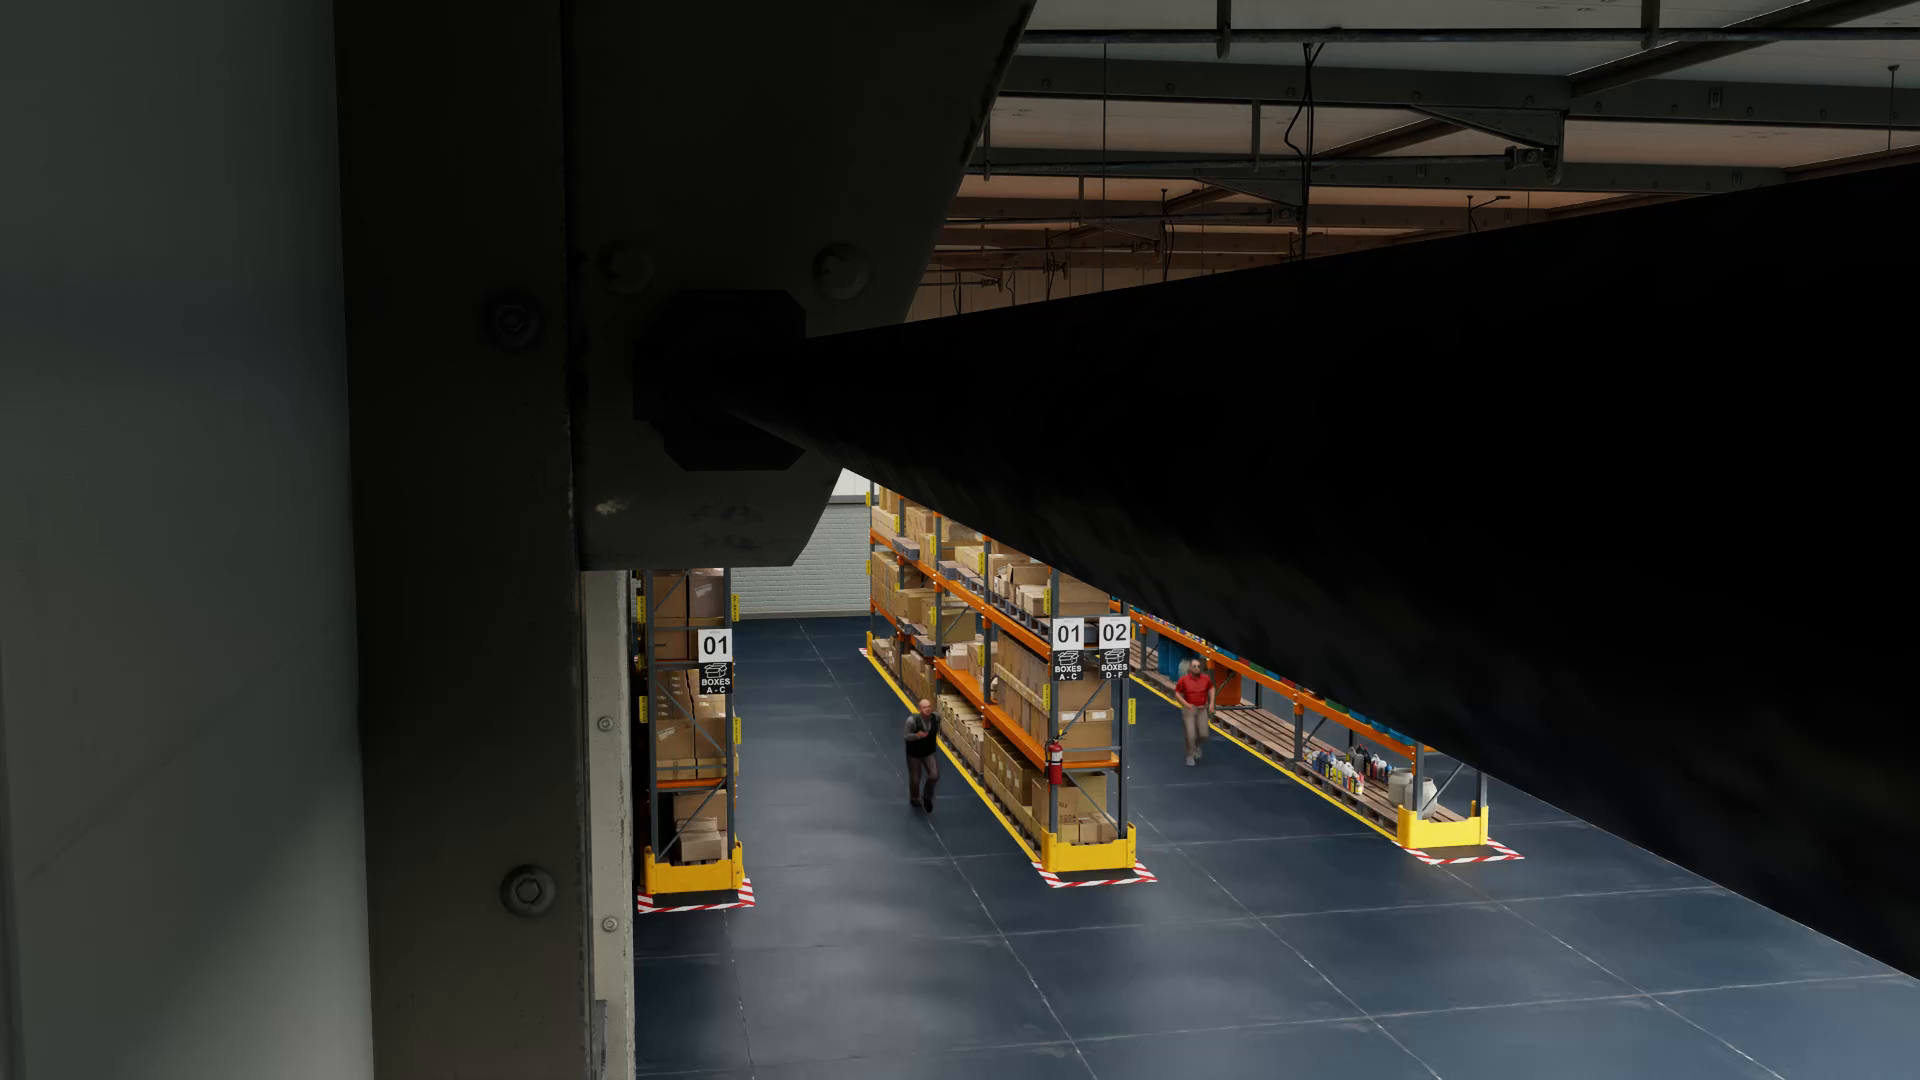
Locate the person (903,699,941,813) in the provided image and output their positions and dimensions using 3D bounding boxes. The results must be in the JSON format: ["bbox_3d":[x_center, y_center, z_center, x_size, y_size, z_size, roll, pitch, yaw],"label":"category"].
[{"bbox_3d":[-0.527,3.034,23.470,0.637,1.654,0.891,-2,6,-16],"label":"person"}]

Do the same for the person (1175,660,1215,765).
[{"bbox_3d":[3.755,2.737,26.435,0.686,1.687,0.617,-1,6,-7],"label":"person"}]
